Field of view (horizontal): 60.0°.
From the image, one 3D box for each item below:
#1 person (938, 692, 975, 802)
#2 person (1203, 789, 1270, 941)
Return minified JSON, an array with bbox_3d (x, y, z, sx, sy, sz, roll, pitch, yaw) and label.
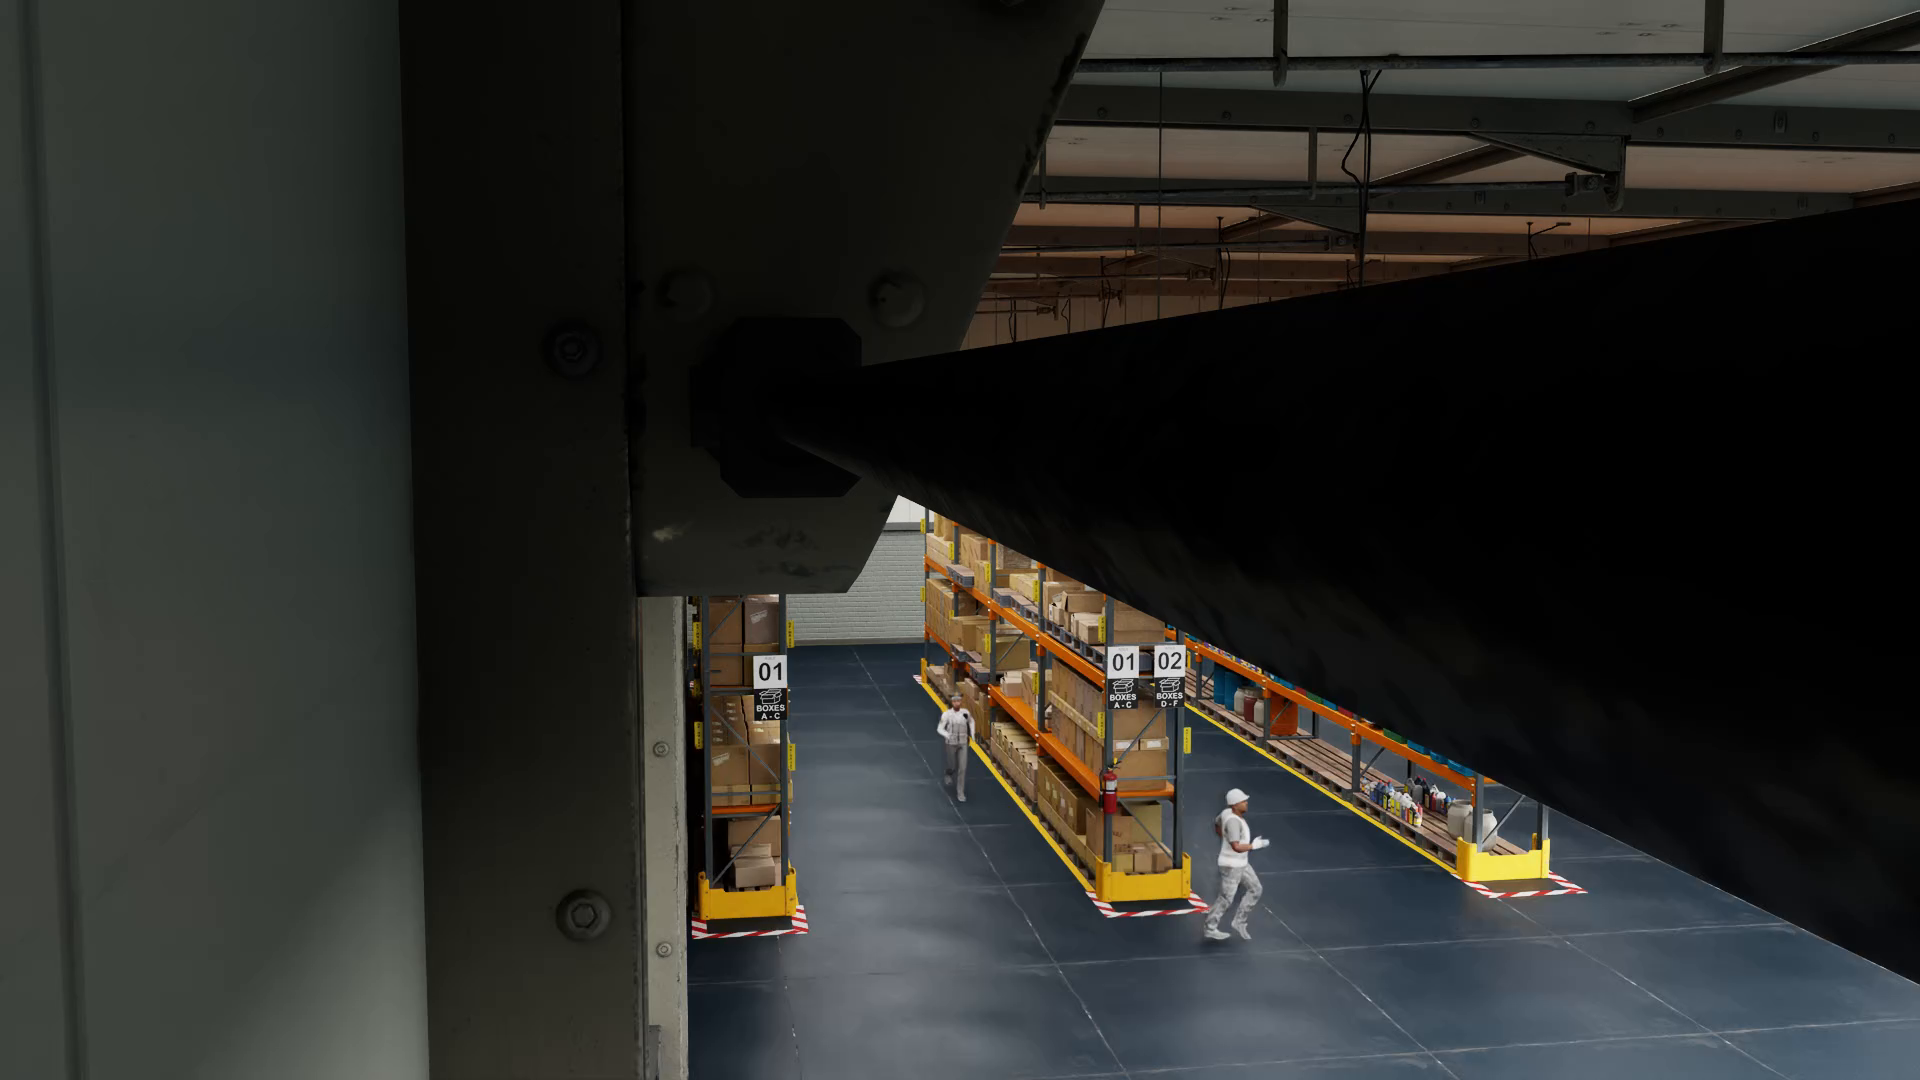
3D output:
[{"bbox_3d":[-0.033,3.200,26.074,0.630,1.661,0.938,-1,5,-11],"label":"person"},{"bbox_3d":[3.207,3.762,19.189,0.740,1.805,0.693,2,5,18],"label":"person"}]
